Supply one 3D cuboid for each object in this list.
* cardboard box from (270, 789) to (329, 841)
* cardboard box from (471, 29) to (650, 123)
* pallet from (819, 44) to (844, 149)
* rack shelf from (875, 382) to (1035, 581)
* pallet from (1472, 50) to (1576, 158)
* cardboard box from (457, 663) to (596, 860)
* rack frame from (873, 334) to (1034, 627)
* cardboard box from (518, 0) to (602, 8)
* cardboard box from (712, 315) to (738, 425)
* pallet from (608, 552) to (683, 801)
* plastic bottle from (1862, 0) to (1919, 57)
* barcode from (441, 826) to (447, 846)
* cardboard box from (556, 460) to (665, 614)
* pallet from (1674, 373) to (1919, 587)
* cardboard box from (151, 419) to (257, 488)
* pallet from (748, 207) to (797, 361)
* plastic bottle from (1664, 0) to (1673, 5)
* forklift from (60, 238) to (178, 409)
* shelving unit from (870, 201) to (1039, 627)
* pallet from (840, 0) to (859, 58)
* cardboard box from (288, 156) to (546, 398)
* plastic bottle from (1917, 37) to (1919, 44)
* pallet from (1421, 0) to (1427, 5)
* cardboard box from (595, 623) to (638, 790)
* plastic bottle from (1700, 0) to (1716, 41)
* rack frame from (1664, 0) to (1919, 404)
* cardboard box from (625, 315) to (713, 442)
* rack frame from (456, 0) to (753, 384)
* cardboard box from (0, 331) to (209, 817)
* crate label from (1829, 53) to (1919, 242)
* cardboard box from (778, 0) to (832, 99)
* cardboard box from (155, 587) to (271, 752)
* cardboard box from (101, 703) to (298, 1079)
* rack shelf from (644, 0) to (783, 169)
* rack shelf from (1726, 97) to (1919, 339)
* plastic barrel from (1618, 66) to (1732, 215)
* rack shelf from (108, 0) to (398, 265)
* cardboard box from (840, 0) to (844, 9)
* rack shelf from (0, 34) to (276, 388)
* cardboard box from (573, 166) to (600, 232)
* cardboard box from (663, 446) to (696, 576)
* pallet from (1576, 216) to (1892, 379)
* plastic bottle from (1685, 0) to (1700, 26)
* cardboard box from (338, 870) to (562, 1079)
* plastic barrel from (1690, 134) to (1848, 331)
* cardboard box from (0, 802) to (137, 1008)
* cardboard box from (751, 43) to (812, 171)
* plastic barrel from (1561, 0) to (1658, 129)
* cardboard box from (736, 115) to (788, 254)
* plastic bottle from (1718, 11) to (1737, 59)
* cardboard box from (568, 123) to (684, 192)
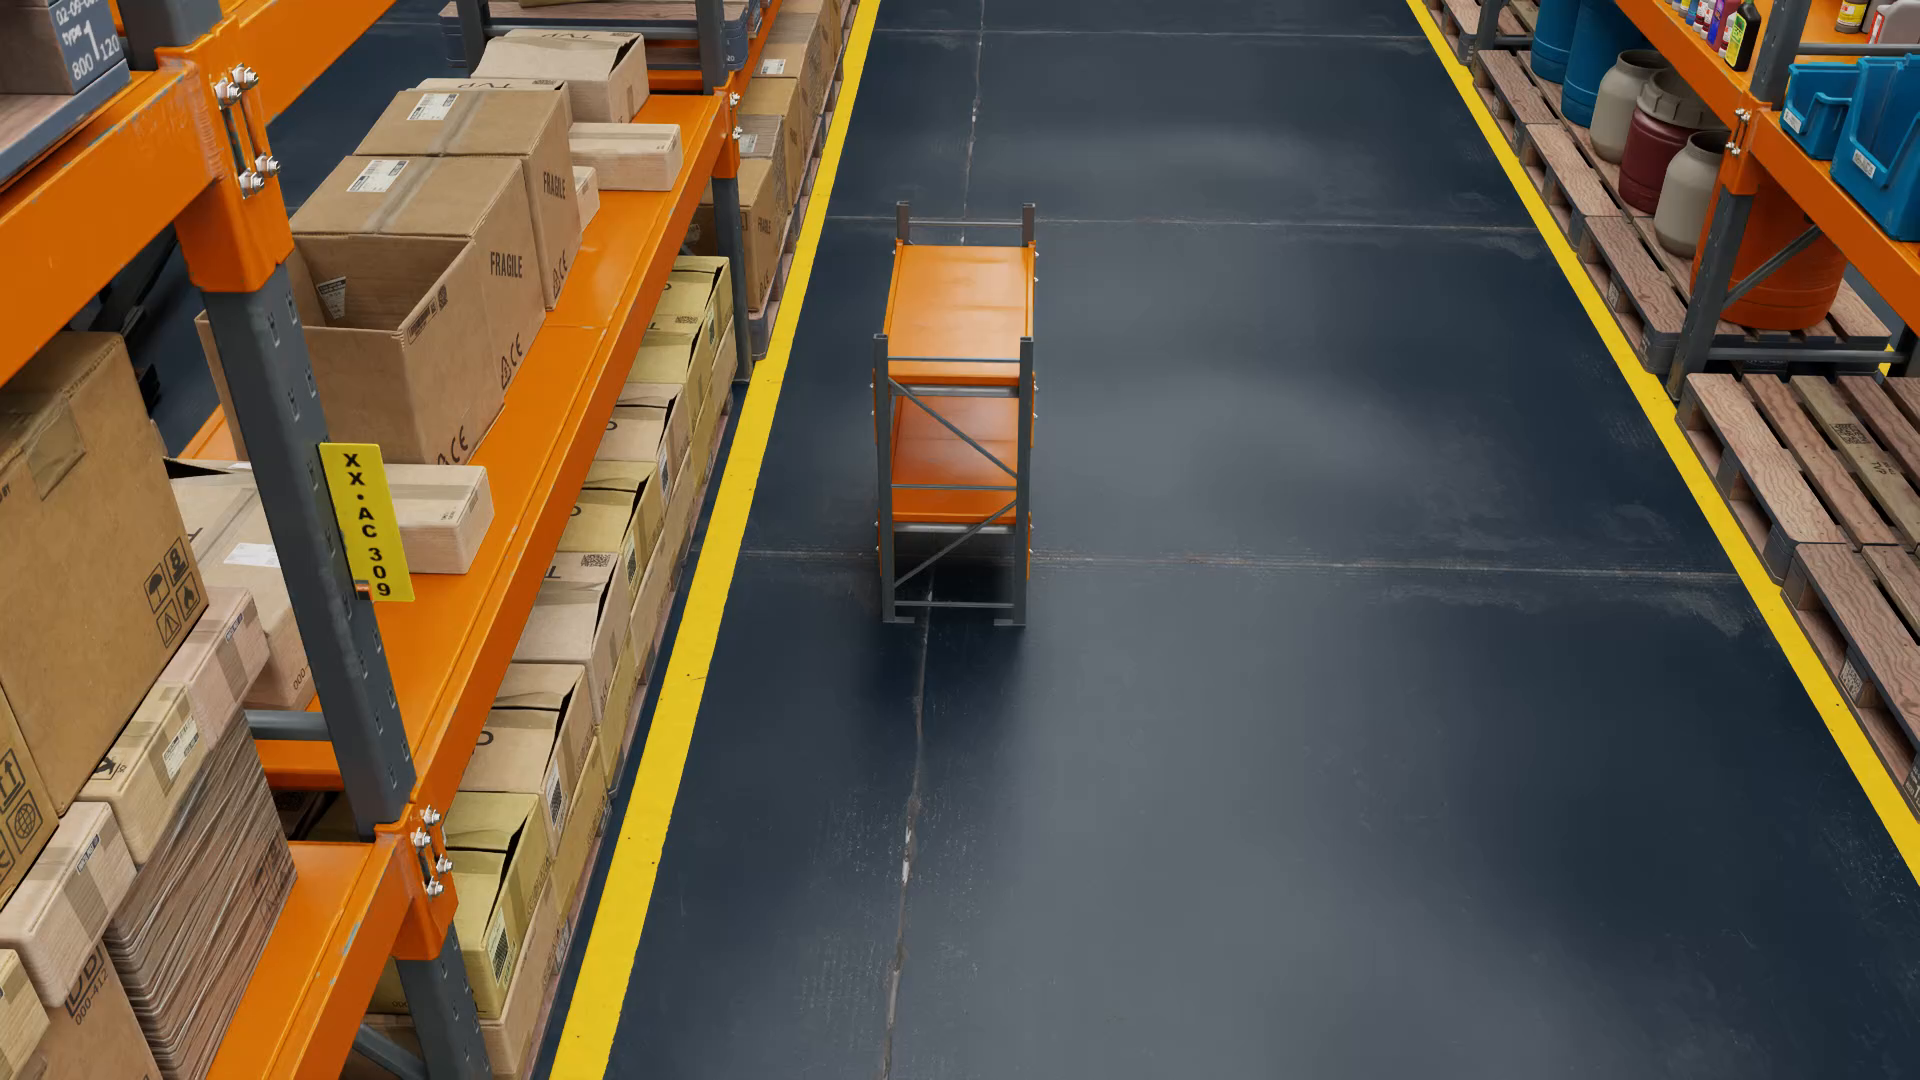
[{"bbox_3d":[-1.841,0.833,3.994,0.500,0.311,0.500,1,35,2],"label":"cardboard box"},{"bbox_3d":[-1.468,-1.705,6.145,0.500,0.311,0.500,3,35,5],"label":"cardboard box"},{"bbox_3d":[-1.244,-2.639,9.821,1.003,0.211,1.213,1,35,2],"label":"pallet"},{"bbox_3d":[0.000,-0.264,6.073,0.538,0.278,1.000,1,35,2],"label":"rack shelf"},{"bbox_3d":[3.627,-2.548,9.692,1.003,0.211,1.213,1,35,2],"label":"pallet"},{"bbox_3d":[-1.280,0.553,4.393,0.500,0.311,0.500,1,35,1],"label":"cardboard box"},{"bbox_3d":[-0.020,-0.172,5.517,0.500,1.125,0.032,1,35,2],"label":"rack frame"},{"bbox_3d":[-1.498,-2.527,6.784,0.700,0.500,0.500,-10,36,-14],"label":"cardboard box"},{"bbox_3d":[-1.188,-0.688,6.647,0.500,0.250,0.500,2,35,3],"label":"cardboard box"},{"bbox_3d":[-1.534,0.362,5.551,1.003,0.211,1.213,1,35,2],"label":"pallet"},{"bbox_3d":[3.727,-2.027,6.633,0.152,0.276,0.135,1,35,2],"label":"plastic bottle"},{"bbox_3d":[-1.145,0.661,3.656,0.001,0.075,0.075,1,35,2],"label":"barcode"},{"bbox_3d":[-1.245,-0.043,5.240,0.500,0.311,0.500,2,35,3],"label":"cardboard box"},{"bbox_3d":[3.469,-0.248,6.419,1.003,0.211,1.213,1,35,2],"label":"pallet"},{"bbox_3d":[-1.719,-0.106,3.909,0.396,0.266,0.258,1,35,1],"label":"cardboard box"},{"bbox_3d":[-1.342,-1.237,7.826,1.003,0.211,1.213,1,35,2],"label":"pallet"},{"bbox_3d":[3.181,-2.472,7.332,0.097,0.201,0.097,0,35,0],"label":"plastic bottle"},{"bbox_3d":[-3.944,-1.596,5.972,1.130,2.935,3.031,-3,35,-4],"label":"forklift"},{"bbox_3d":[0.000,-0.464,5.932,0.538,1.125,1.048,1,35,2],"label":"shelving unit"},{"bbox_3d":[-1.221,-3.501,11.049,1.003,0.211,1.213,1,35,2],"label":"pallet"},{"bbox_3d":[-1.482,-0.724,4.584,0.500,0.500,0.500,1,35,2],"label":"cardboard box"},{"bbox_3d":[3.879,-2.023,6.628,0.152,0.276,0.135,1,35,2],"label":"plastic bottle"},{"bbox_3d":[3.737,-4.116,11.924,1.003,0.211,1.213,1,35,2],"label":"pallet"},{"bbox_3d":[-1.267,0.484,4.978,0.500,0.250,0.500,0,35,0],"label":"cardboard box"},{"bbox_3d":[3.161,-2.192,6.934,0.097,0.201,0.097,0,35,0],"label":"plastic bottle"},{"bbox_3d":[3.539,-1.833,6.249,1.000,3.000,0.127,1,35,2],"label":"rack frame"},{"bbox_3d":[-1.200,-0.620,6.063,0.500,0.311,0.500,1,35,1],"label":"cardboard box"},{"bbox_3d":[-1.410,-1.950,6.415,1.000,3.000,0.127,1,35,2],"label":"rack frame"},{"bbox_3d":[-1.582,0.032,2.381,0.700,0.500,0.500,1,35,2],"label":"cardboard box"},{"bbox_3d":[3.229,-1.283,5.436,0.502,0.435,0.616,1,35,2],"label":"crate label"},{"bbox_3d":[-1.011,-2.831,9.461,0.500,0.500,0.500,1,35,2],"label":"cardboard box"},{"bbox_3d":[-1.368,0.203,2.701,0.380,0.149,0.250,1,35,2],"label":"cardboard box"},{"bbox_3d":[-1.582,0.563,2.754,0.700,0.500,0.500,0,35,1],"label":"cardboard box"},{"bbox_3d":[-1.330,-2.804,8.257,1.077,0.370,4.000,1,35,2],"label":"rack shelf"},{"bbox_3d":[3.459,-0.390,4.821,1.077,0.370,4.000,1,35,2],"label":"rack shelf"},{"bbox_3d":[3.587,-1.949,8.146,0.600,0.588,0.708,1,35,2],"label":"plastic barrel"},{"bbox_3d":[-1.491,-1.733,4.125,1.077,0.370,4.000,1,35,2],"label":"rack shelf"},{"bbox_3d":[-1.017,-3.564,10.668,0.500,0.311,0.500,1,35,2],"label":"cardboard box"},{"bbox_3d":[-1.651,0.565,0.855,1.077,0.370,4.000,1,35,2],"label":"rack shelf"},{"bbox_3d":[-1.405,-1.113,5.443,0.380,0.149,0.250,4,35,5],"label":"cardboard box"},{"bbox_3d":[-1.228,-0.103,5.815,0.500,0.250,0.500,2,35,3],"label":"cardboard box"},{"bbox_3d":[3.529,-1.146,7.697,1.003,0.211,1.213,1,35,2],"label":"pallet"},{"bbox_3d":[3.169,-2.333,7.073,0.097,0.271,0.097,0,35,0],"label":"plastic bottle"},{"bbox_3d":[-1.307,1.076,4.137,0.500,0.250,0.500,1,35,1],"label":"cardboard box"},{"bbox_3d":[3.542,-1.398,7.153,0.600,0.830,0.708,1,35,2],"label":"plastic barrel"},{"bbox_3d":[-1.388,0.496,2.284,0.380,0.149,0.250,0,35,1],"label":"cardboard box"},{"bbox_3d":[-1.050,-2.251,8.635,0.500,0.500,0.500,0,35,0],"label":"cardboard box"},{"bbox_3d":[3.632,-2.725,8.979,0.600,0.901,0.708,1,35,2],"label":"plastic barrel"},{"bbox_3d":[-1.091,-1.663,7.798,0.500,0.500,0.500,0,35,0],"label":"cardboard box"},{"bbox_3d":[3.152,-2.060,6.745,0.097,0.201,0.097,0,35,0],"label":"plastic bottle"},{"bbox_3d":[-1.170,-1.324,5.743,0.380,0.149,0.250,1,35,2],"label":"cardboard box"}]
